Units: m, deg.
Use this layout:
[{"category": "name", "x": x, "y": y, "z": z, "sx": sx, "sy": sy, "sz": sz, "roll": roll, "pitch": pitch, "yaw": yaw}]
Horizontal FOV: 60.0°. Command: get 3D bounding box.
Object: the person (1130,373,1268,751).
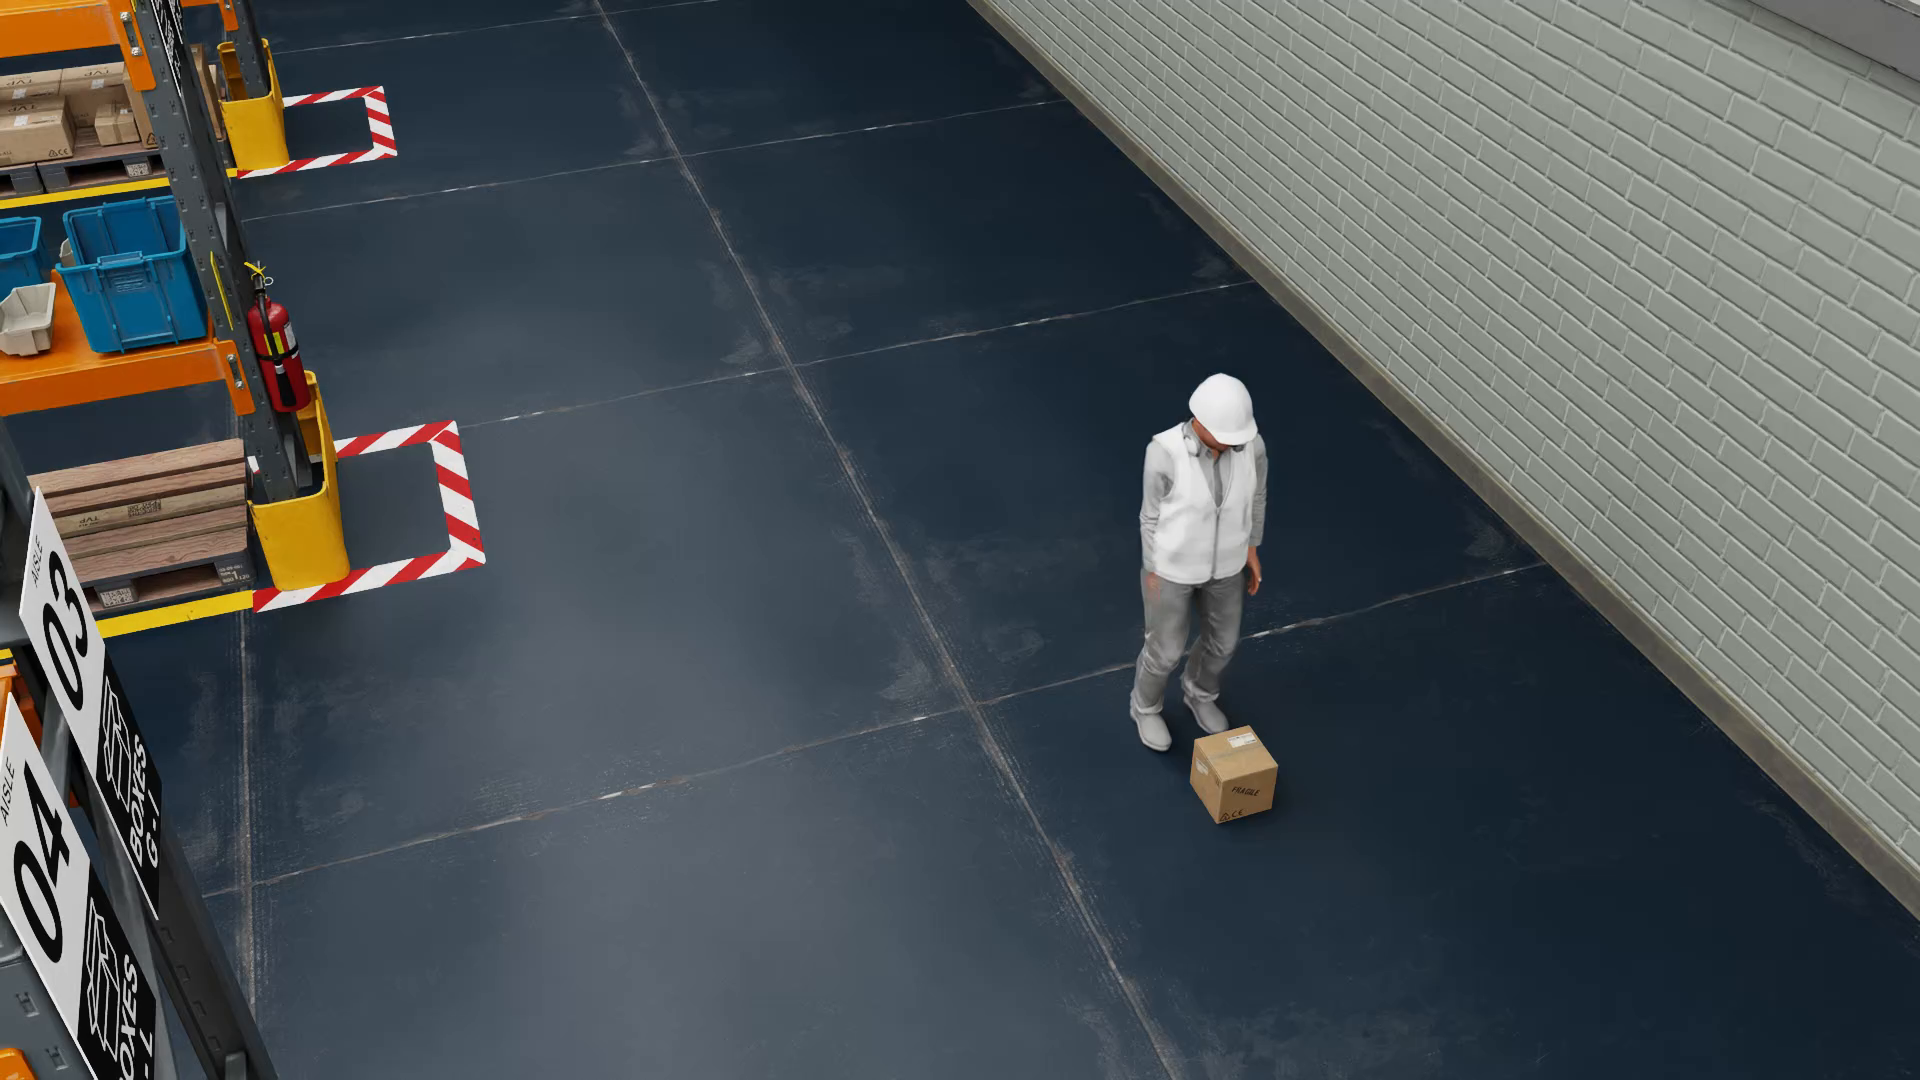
[{"category": "person", "x": 0.965, "y": 0.081, "z": 6.674, "sx": 0.538, "sy": 1.760, "sz": 0.378, "roll": -12, "pitch": 39, "yaw": -15}]
